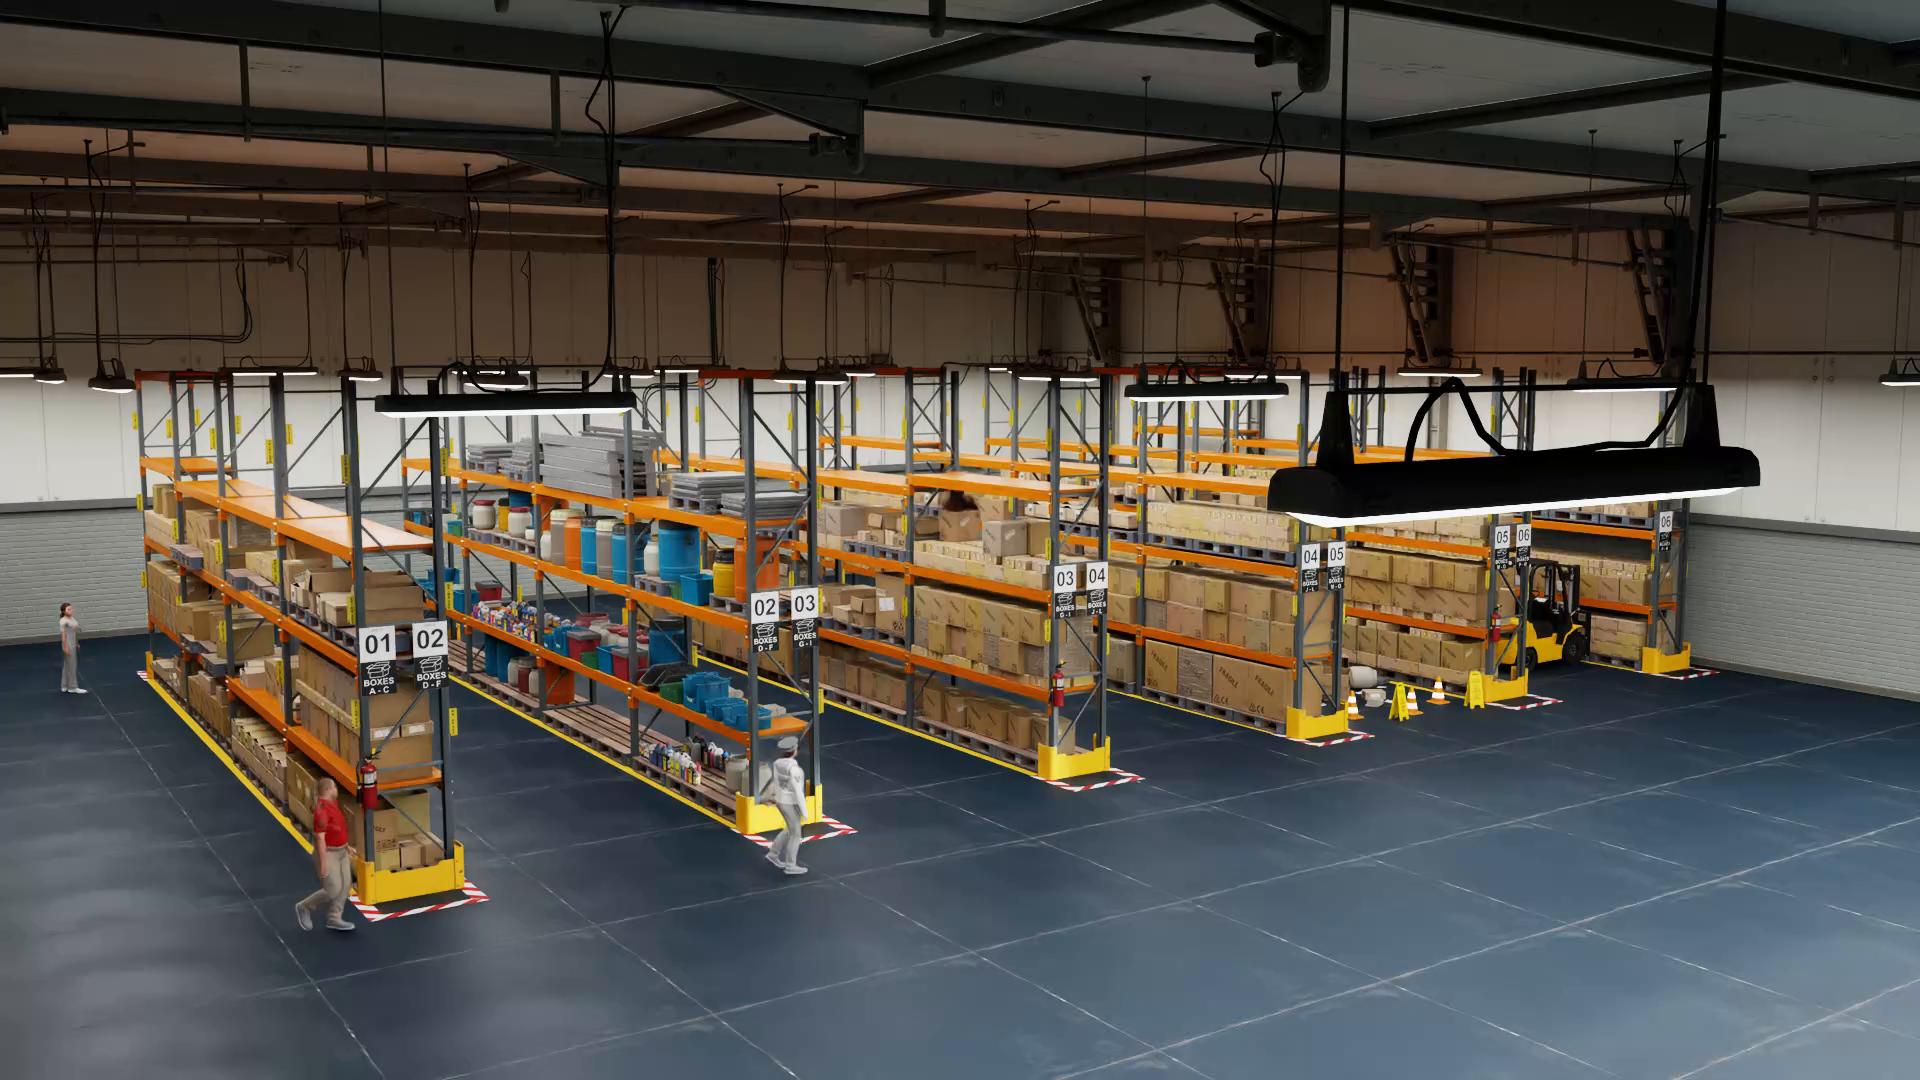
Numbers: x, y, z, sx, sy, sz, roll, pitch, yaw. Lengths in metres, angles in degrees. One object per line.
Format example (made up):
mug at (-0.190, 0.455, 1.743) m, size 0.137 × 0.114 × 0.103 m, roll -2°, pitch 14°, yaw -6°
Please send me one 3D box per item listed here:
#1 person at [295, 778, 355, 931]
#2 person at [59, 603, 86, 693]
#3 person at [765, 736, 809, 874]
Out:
person at (-6.938, 3.433, 18.181) m, size 0.570 × 1.698 × 0.651 m, roll 1°, pitch 7°, yaw 8°
person at (-16.589, 2.006, 31.042) m, size 0.442 × 1.681 × 0.462 m, roll -2°, pitch 7°, yaw -19°
person at (-2.088, 3.225, 20.235) m, size 0.422 × 1.687 × 0.543 m, roll -3°, pitch 7°, yaw -24°
